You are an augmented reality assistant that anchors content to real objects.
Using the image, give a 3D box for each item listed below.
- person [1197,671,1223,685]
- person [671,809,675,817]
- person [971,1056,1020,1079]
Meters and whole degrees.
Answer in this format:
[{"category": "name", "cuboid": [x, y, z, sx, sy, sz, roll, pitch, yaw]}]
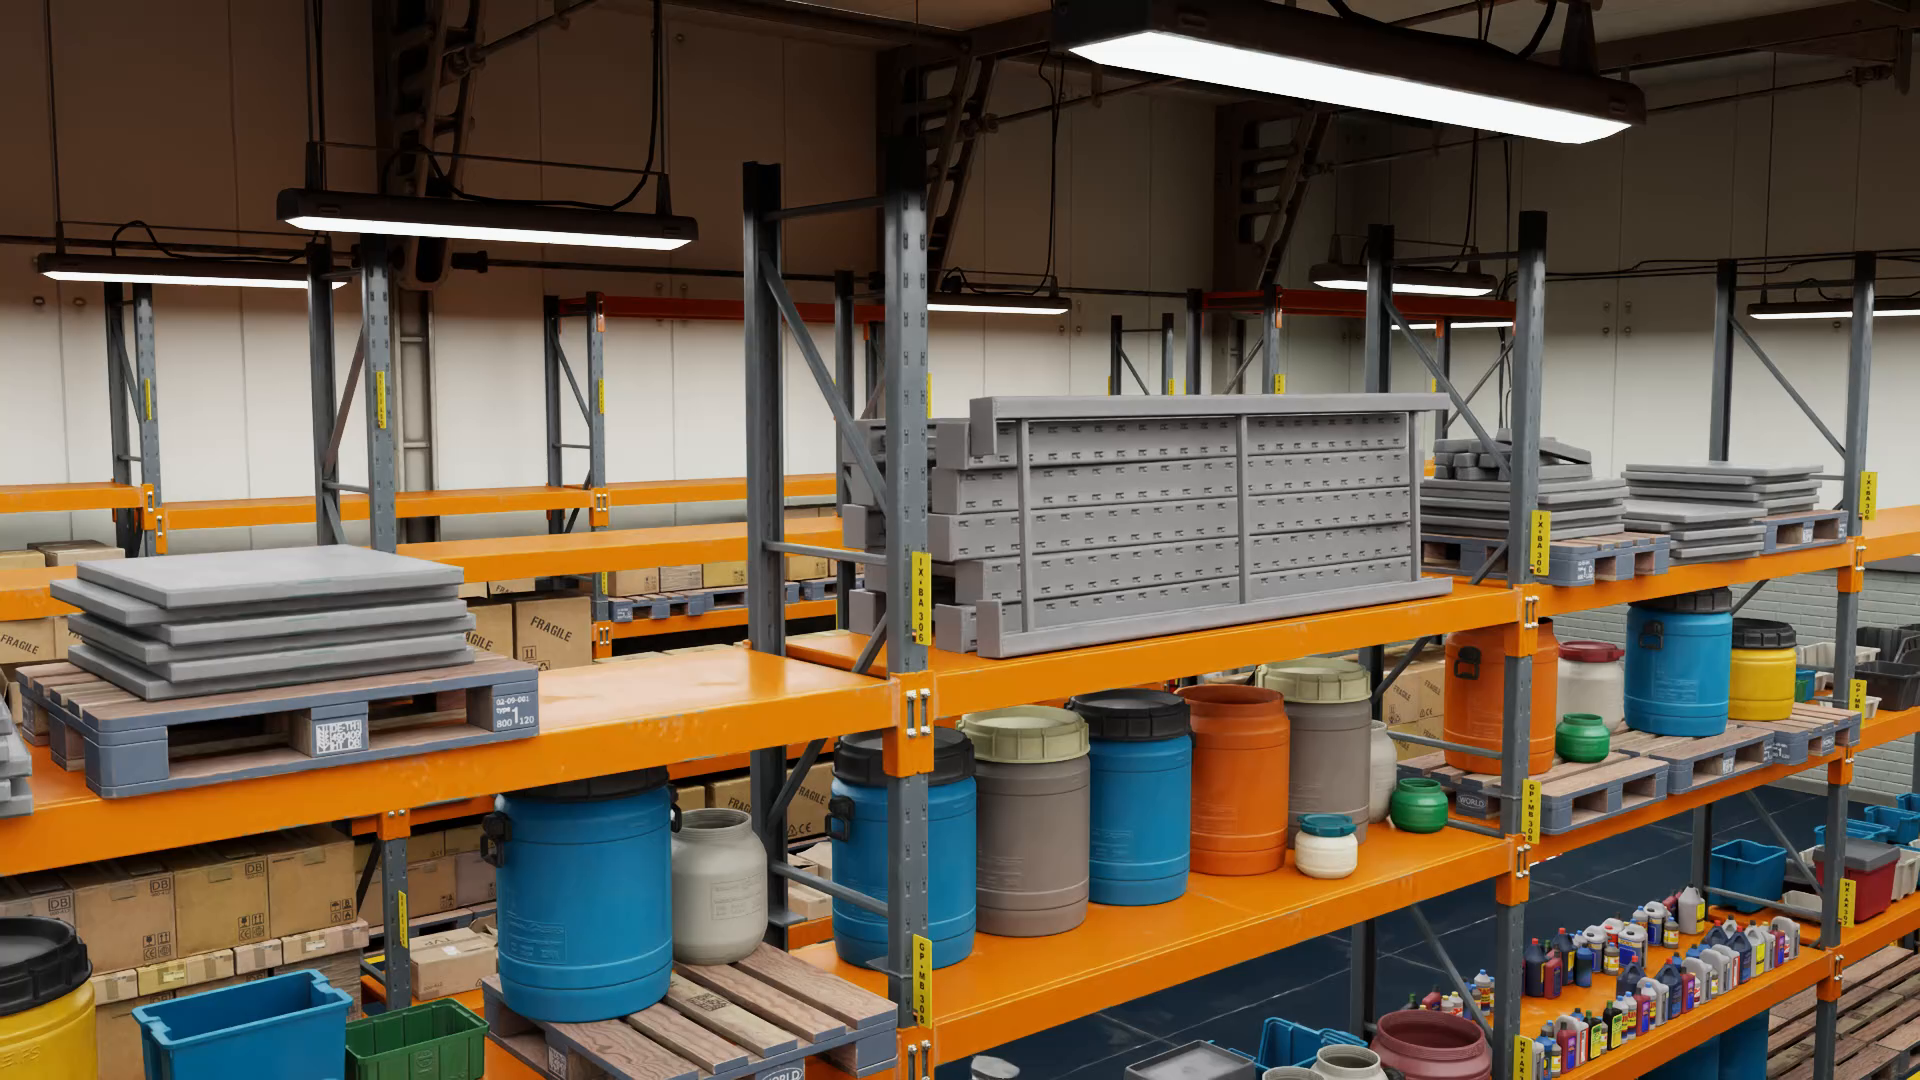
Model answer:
[{"category": "person", "cuboid": [3.333, 2.190, 22.324, 0.480, 1.679, 0.638, -3, 6, -24]}, {"category": "person", "cuboid": [-2.694, 2.933, 14.747, 0.801, 1.664, 0.508, -2, 6, -21]}, {"category": "person", "cuboid": [0.078, 3.517, 8.557, 0.622, 1.671, 0.590, -1, 6, -12]}]
